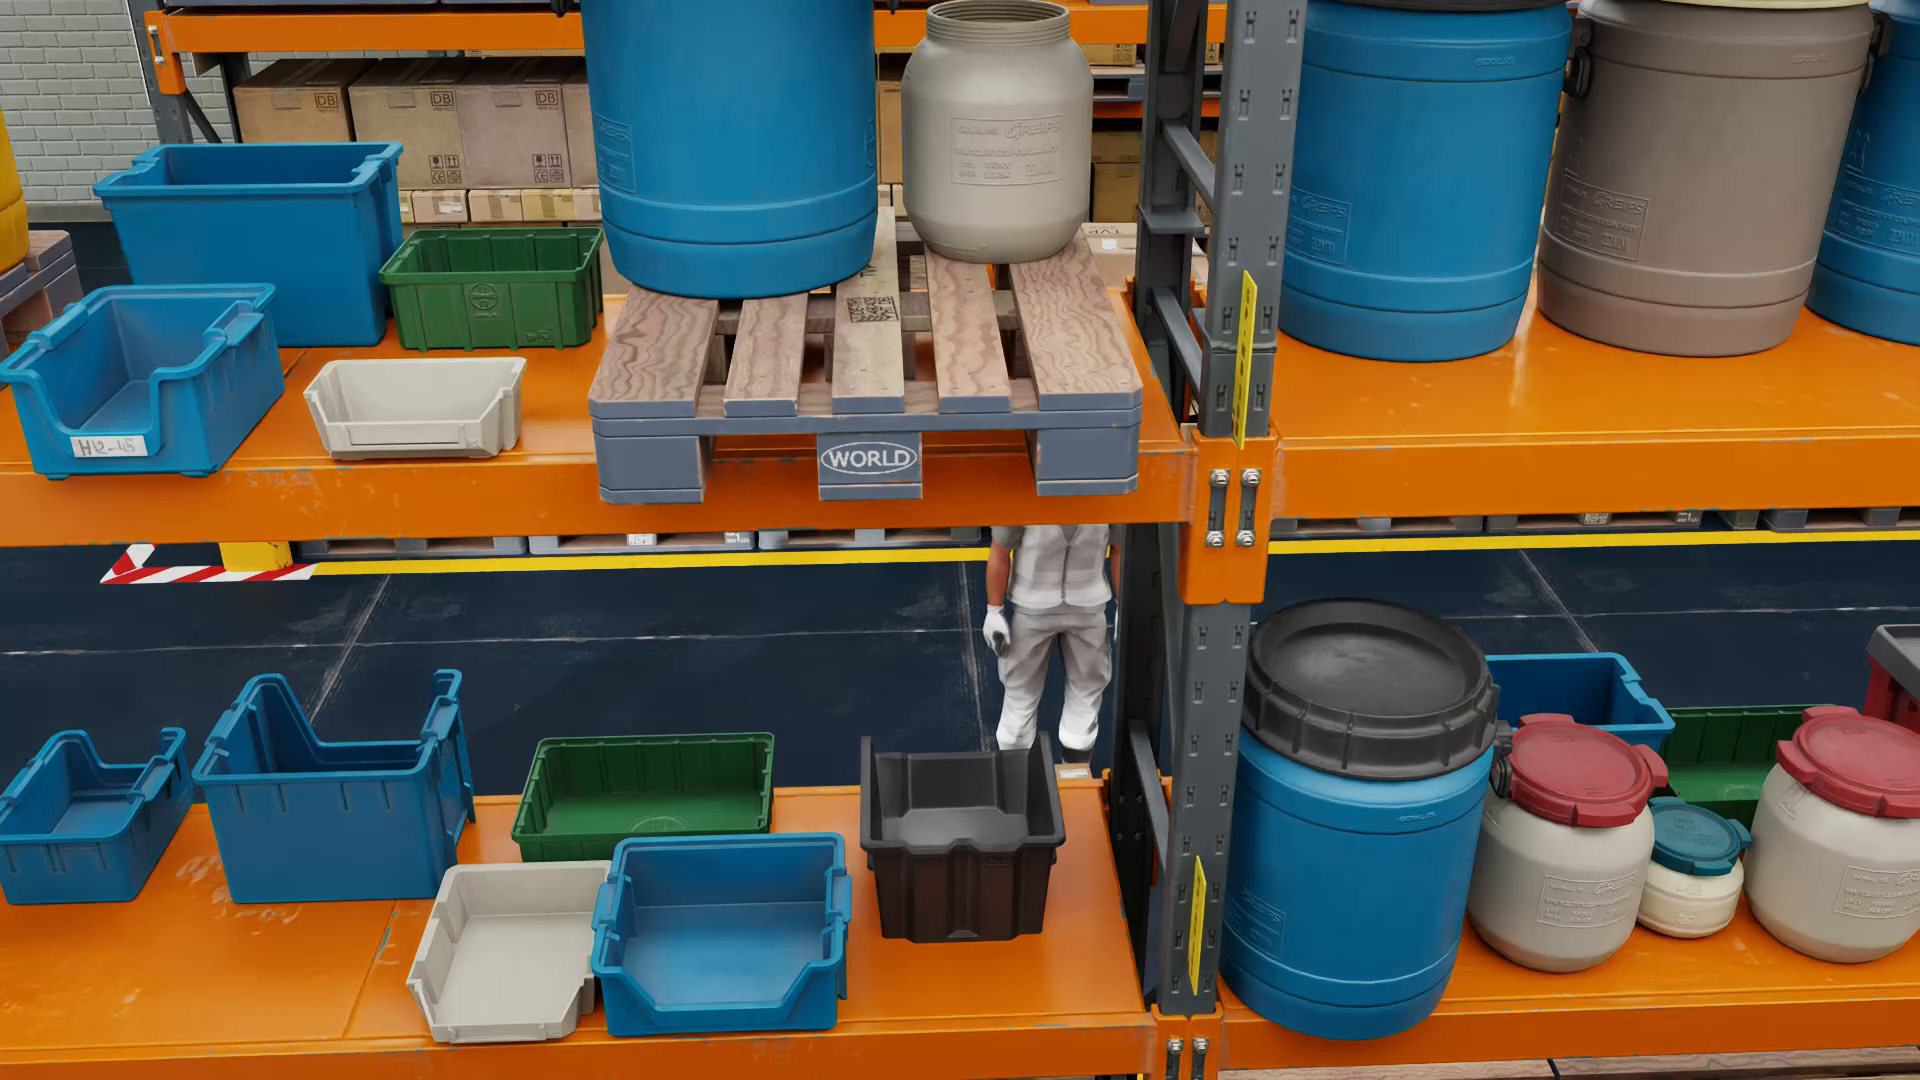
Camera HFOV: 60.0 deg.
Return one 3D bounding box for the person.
[{"bbox_3d":[0.395,0.294,6.535,0.582,1.778,0.451,-3,27,-6],"label":"person"}]
